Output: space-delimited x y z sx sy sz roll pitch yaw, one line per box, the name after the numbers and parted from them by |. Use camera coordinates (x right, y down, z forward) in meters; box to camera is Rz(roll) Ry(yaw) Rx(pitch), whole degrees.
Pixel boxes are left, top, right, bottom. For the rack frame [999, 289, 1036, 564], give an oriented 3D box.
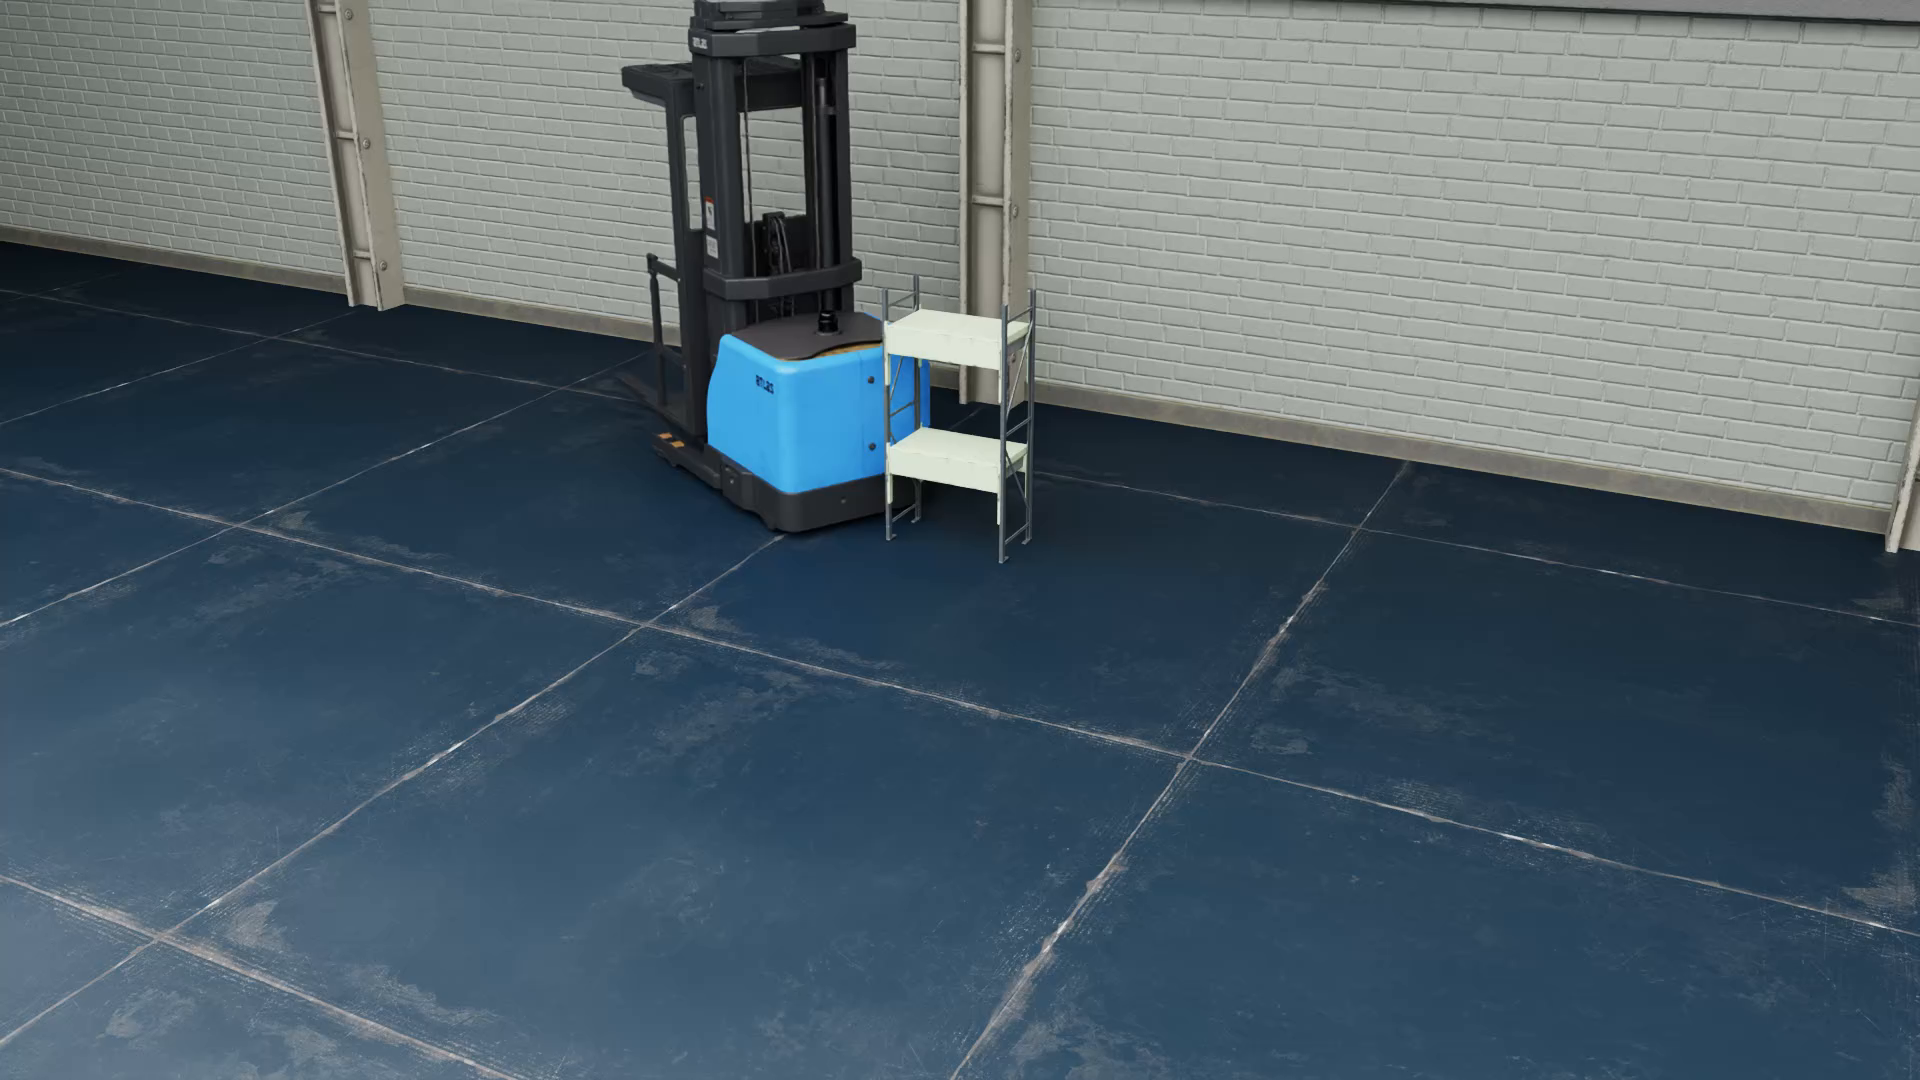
0.321 -0.627 9.307 0.023 1.500 0.400 11 25 25 | rack frame

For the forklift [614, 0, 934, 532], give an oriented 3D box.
-1.388 -1.920 10.520 1.130 2.935 3.031 -14 27 -30 | forklift

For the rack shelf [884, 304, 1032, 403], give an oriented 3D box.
-0.006 -1.050 9.307 0.720 0.370 0.431 11 25 25 | rack shelf

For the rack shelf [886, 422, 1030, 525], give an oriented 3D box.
-0.006 -0.391 9.587 0.720 0.370 0.431 11 25 25 | rack shelf

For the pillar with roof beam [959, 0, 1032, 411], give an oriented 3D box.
-1.705 -3.652 6.839 0.400 9.000 9.100 11 25 25 | pillar with roof beam

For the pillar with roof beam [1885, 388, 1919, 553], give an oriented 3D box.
3.649 -2.593 4.348 0.400 9.000 9.100 11 25 25 | pillar with roof beam

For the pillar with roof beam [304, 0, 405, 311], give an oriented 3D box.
-7.060 -4.712 9.331 0.400 9.000 9.100 11 25 25 | pillar with roof beam

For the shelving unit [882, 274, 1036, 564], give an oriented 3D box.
-0.006 -0.691 9.459 0.755 1.500 0.431 11 25 25 | shelving unit

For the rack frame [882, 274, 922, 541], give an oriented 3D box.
-0.333 -0.756 9.611 0.023 1.500 0.400 11 25 25 | rack frame
